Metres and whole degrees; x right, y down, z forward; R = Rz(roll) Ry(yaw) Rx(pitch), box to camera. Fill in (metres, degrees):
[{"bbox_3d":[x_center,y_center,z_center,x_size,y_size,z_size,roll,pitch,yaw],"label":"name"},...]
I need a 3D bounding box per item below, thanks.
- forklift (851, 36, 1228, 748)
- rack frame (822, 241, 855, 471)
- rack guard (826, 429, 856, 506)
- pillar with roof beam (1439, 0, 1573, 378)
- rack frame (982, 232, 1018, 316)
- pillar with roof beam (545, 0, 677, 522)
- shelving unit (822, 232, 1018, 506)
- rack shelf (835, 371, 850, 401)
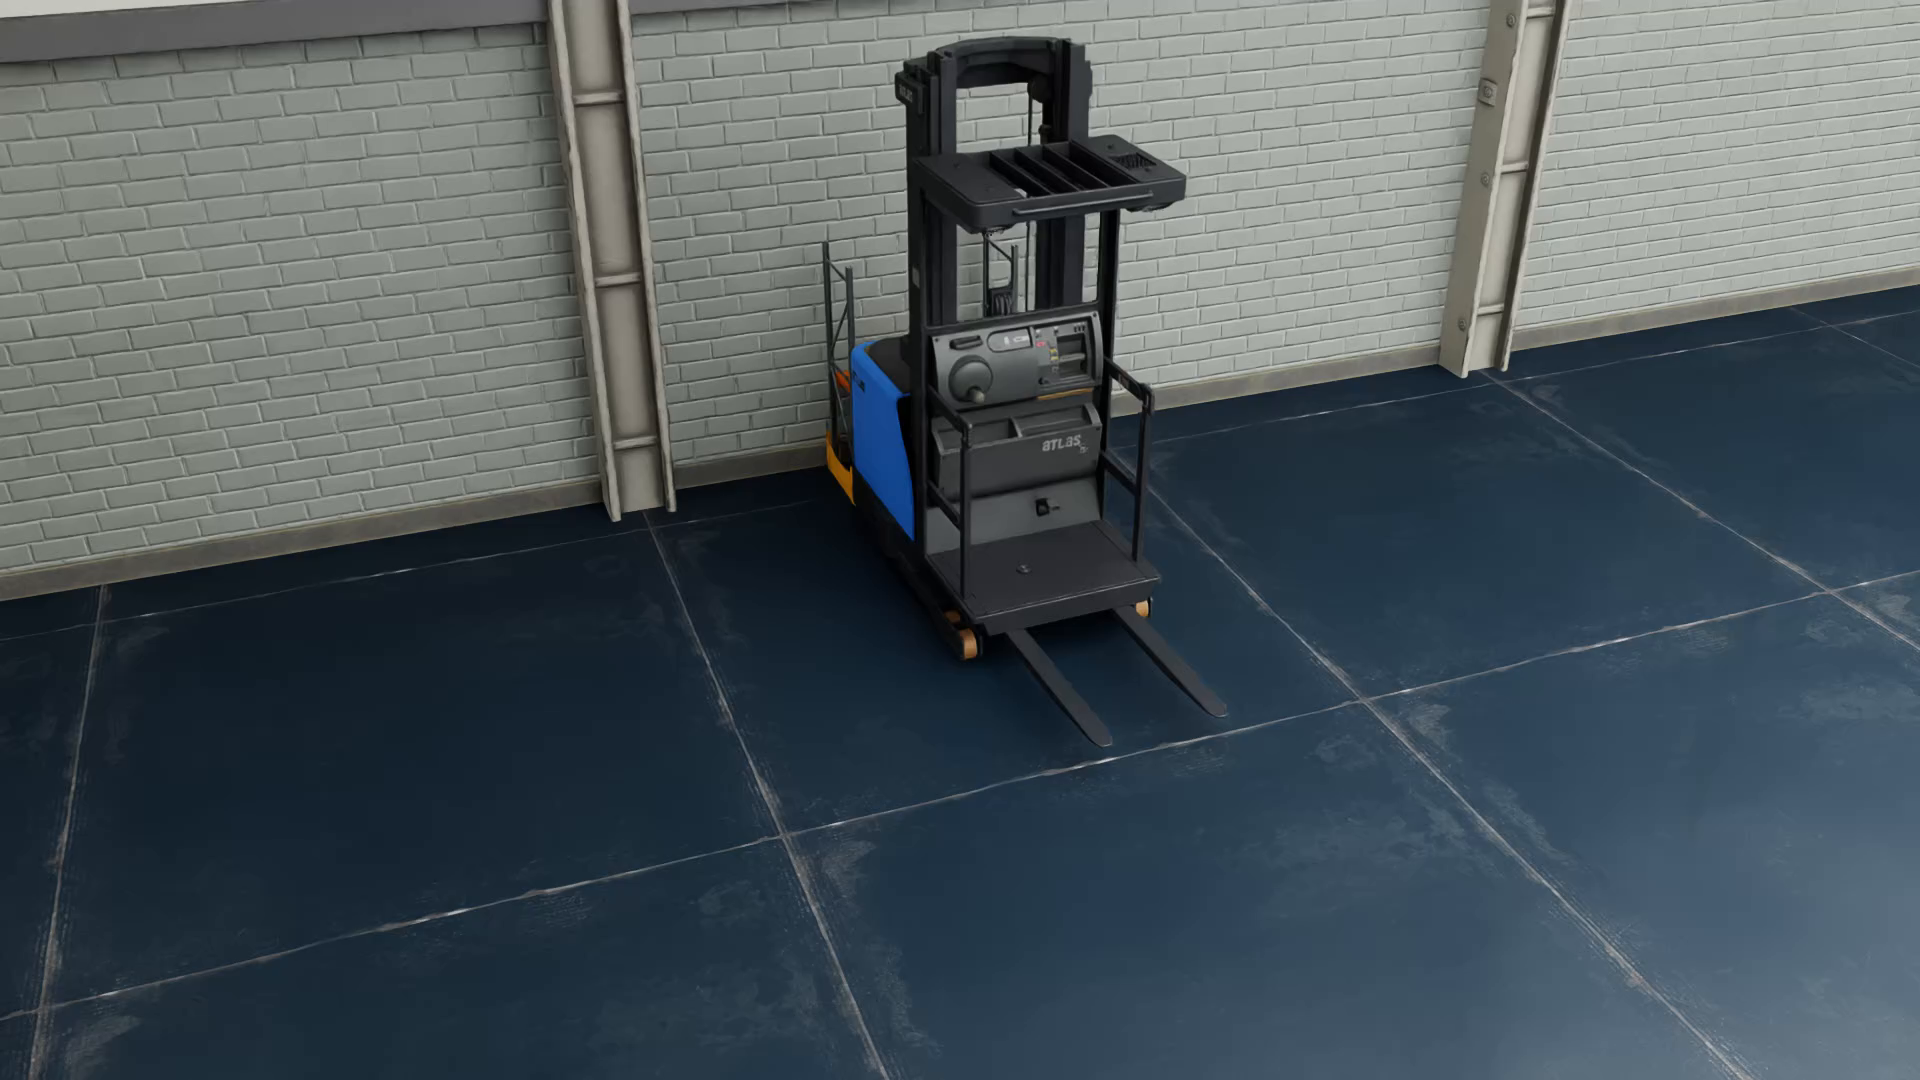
[{"bbox_3d":[0.383,-0.885,8.343,1.130,2.935,3.031,-11,32,-19],"label":"forklift"},{"bbox_3d":[-0.708,-0.999,9.985,0.032,1.500,0.500,-11,31,-18],"label":"rack frame"},{"bbox_3d":[-0.704,-0.453,10.290,0.087,0.250,0.587,-11,31,-18],"label":"rack guard"},{"bbox_3d":[5.176,-3.162,6.210,0.400,9.000,9.100,-10,31,-18],"label":"pillar with roof beam"},{"bbox_3d":[0.241,-1.181,10.301,0.032,1.500,0.500,-11,31,-18],"label":"rack frame"},{"bbox_3d":[-0.448,-2.127,4.392,0.400,9.000,9.100,-10,31,-18],"label":"pillar with roof beam"},{"bbox_3d":[-0.242,-1.088,10.140,1.083,1.500,0.587,-11,31,-18],"label":"shelving unit"},{"bbox_3d":[-0.233,-0.933,10.230,1.000,0.185,0.538,-11,31,-18],"label":"rack shelf"}]
